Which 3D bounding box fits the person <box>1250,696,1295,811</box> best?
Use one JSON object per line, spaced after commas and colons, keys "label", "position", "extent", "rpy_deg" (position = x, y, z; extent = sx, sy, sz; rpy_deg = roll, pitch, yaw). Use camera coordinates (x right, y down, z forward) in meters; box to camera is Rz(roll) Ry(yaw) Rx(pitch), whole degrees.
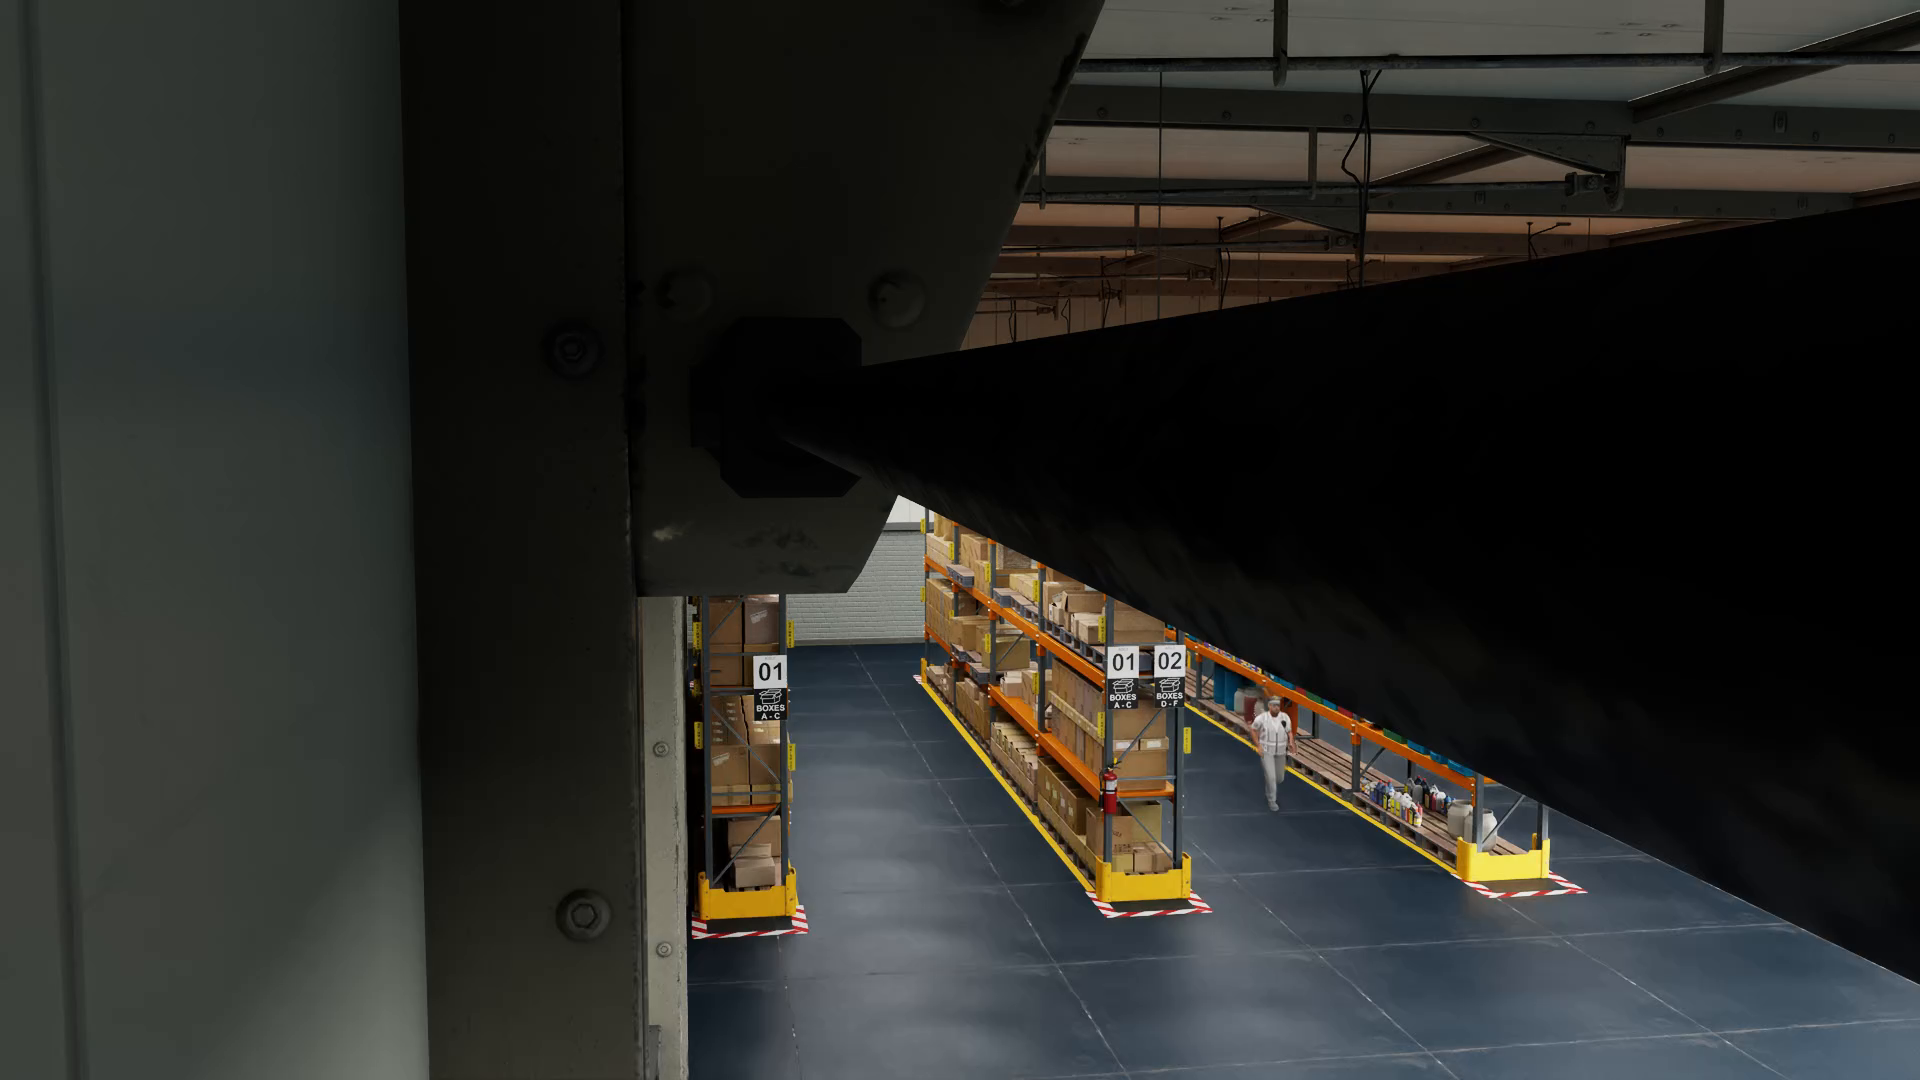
{"label": "person", "position": [4.787, 3.228, 25.551], "extent": [0.646, 1.745, 0.726], "rpy_deg": [-1, 5, -7]}
